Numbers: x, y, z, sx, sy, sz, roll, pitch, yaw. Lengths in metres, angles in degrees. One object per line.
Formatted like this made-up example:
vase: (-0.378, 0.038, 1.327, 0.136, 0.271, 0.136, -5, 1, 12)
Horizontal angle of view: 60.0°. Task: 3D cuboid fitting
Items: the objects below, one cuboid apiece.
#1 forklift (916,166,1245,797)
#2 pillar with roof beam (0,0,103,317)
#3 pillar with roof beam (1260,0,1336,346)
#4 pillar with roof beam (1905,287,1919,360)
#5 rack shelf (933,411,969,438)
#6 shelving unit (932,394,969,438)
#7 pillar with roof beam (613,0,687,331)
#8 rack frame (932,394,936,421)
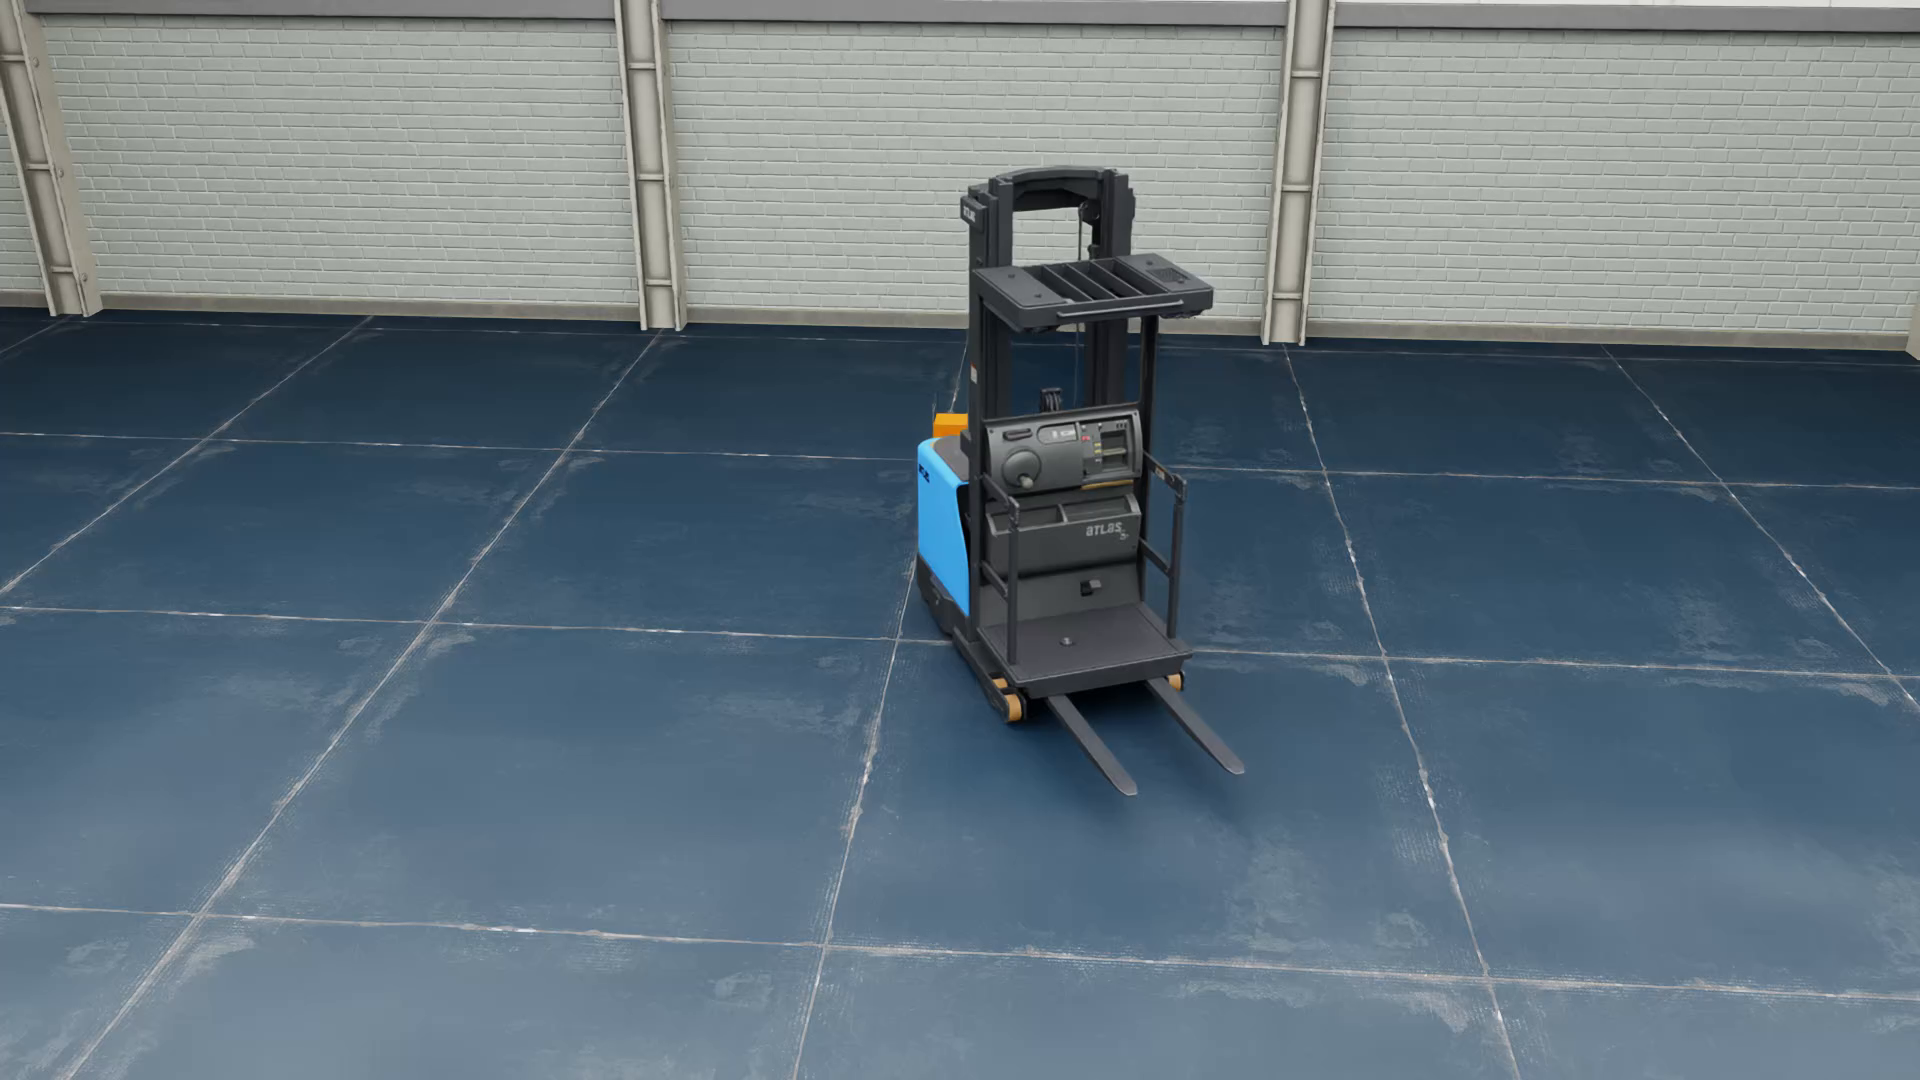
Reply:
forklift: (0.672, -0.479, 9.285, 1.130, 2.935, 3.031, -8, 26, -17)
pillar with roof beam: (-9.212, -4.591, 10.961, 0.400, 9.000, 9.100, 2, 25, 4)
pillar with roof beam: (2.753, -4.207, 10.127, 0.400, 9.000, 9.100, 2, 25, 4)
pillar with roof beam: (8.735, -4.015, 9.709, 0.400, 9.000, 9.100, 2, 25, 4)
rack shelf: (-0.053, -0.727, 11.420, 0.240, 0.259, 0.215, 2, 25, 4)
shelving unit: (-0.053, -0.479, 11.534, 0.252, 1.050, 0.215, 2, 25, 4)
pillar with roof beam: (-3.229, -4.399, 10.544, 0.400, 9.000, 9.100, 2, 25, 4)
rack frame: (-0.175, -0.483, 11.543, 0.008, 1.050, 0.200, 2, 25, 4)
